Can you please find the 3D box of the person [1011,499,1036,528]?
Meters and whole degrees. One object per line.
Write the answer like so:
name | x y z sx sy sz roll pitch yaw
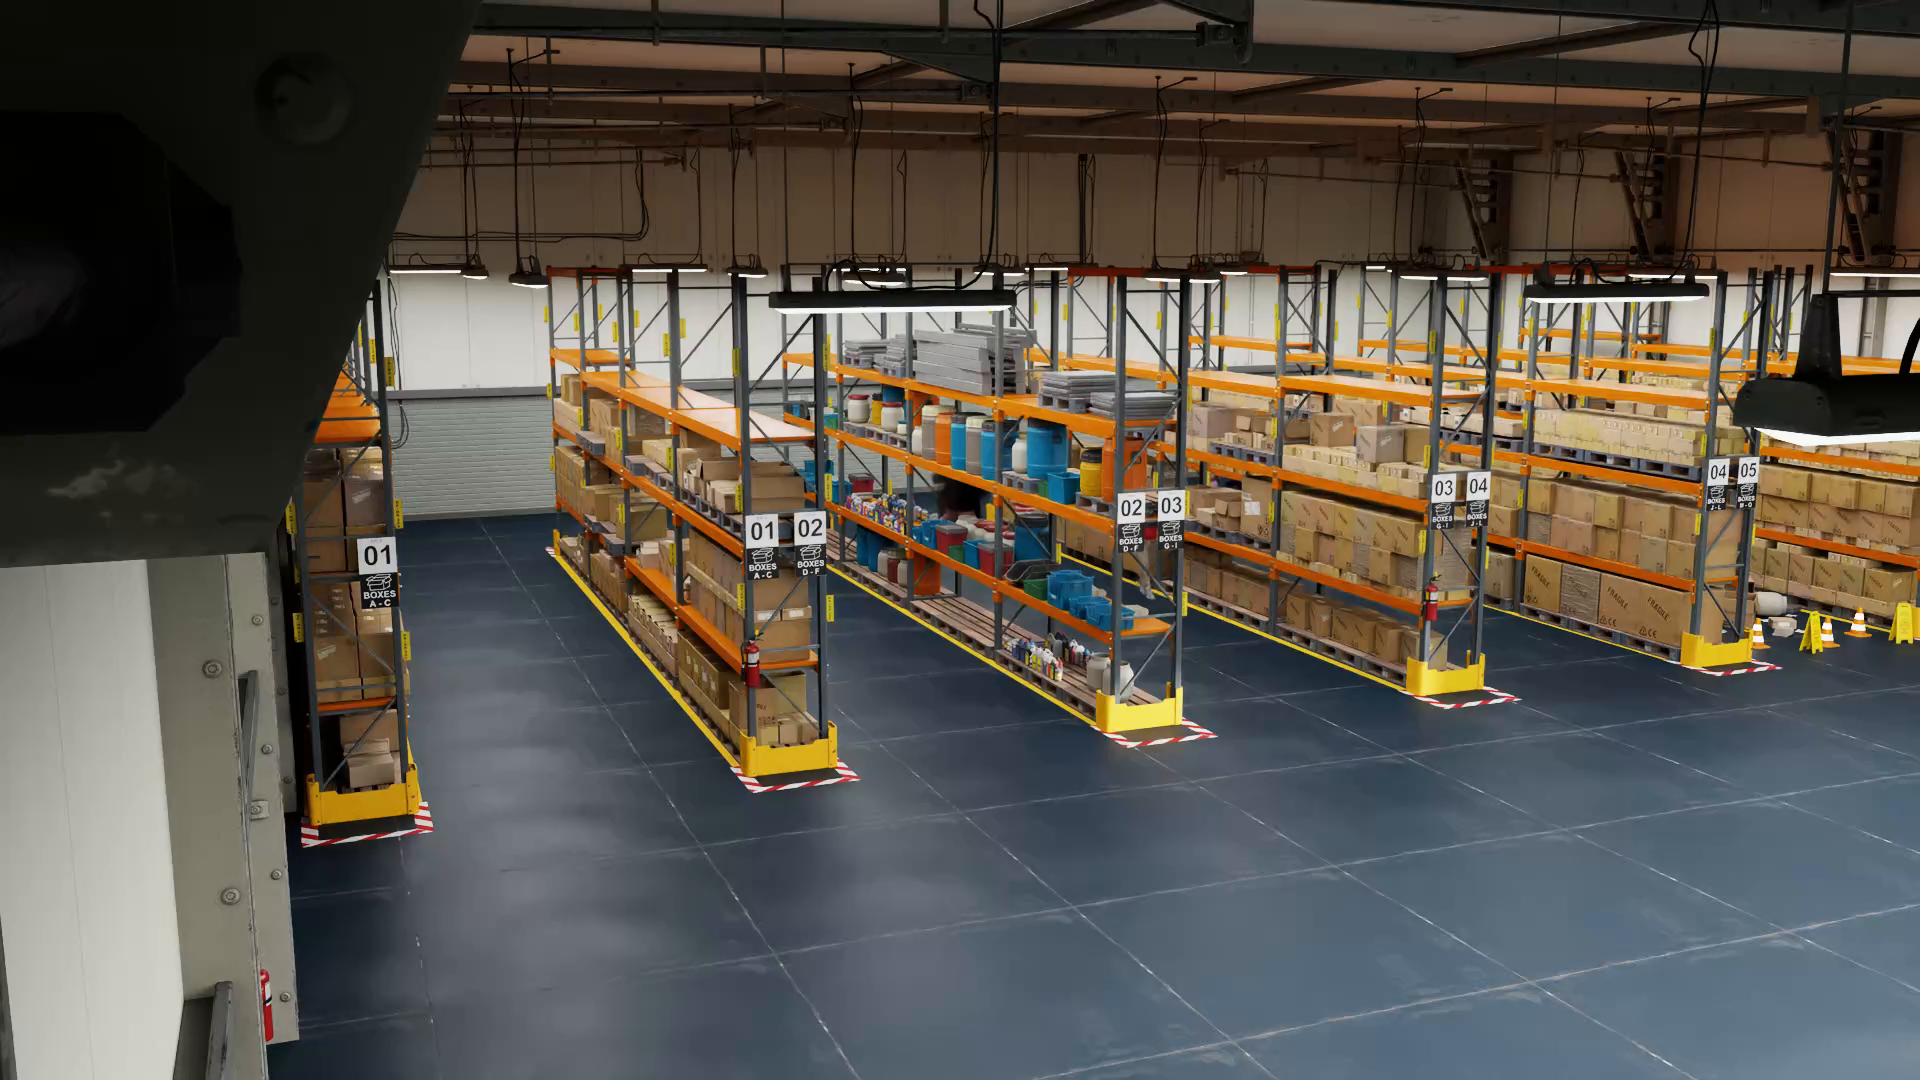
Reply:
person | 1.285 -0.453 32.731 0.632 1.880 0.700 -6 11 -29

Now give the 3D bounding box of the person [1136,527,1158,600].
person | 3.276 0.170 29.327 0.666 1.704 0.780 -4 11 -21

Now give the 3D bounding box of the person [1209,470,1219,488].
person | 5.472 -0.753 36.409 0.521 1.565 0.585 -3 10 -19

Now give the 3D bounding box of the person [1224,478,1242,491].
person | 6.889 -1.594 41.211 0.644 1.638 0.676 5 11 25
